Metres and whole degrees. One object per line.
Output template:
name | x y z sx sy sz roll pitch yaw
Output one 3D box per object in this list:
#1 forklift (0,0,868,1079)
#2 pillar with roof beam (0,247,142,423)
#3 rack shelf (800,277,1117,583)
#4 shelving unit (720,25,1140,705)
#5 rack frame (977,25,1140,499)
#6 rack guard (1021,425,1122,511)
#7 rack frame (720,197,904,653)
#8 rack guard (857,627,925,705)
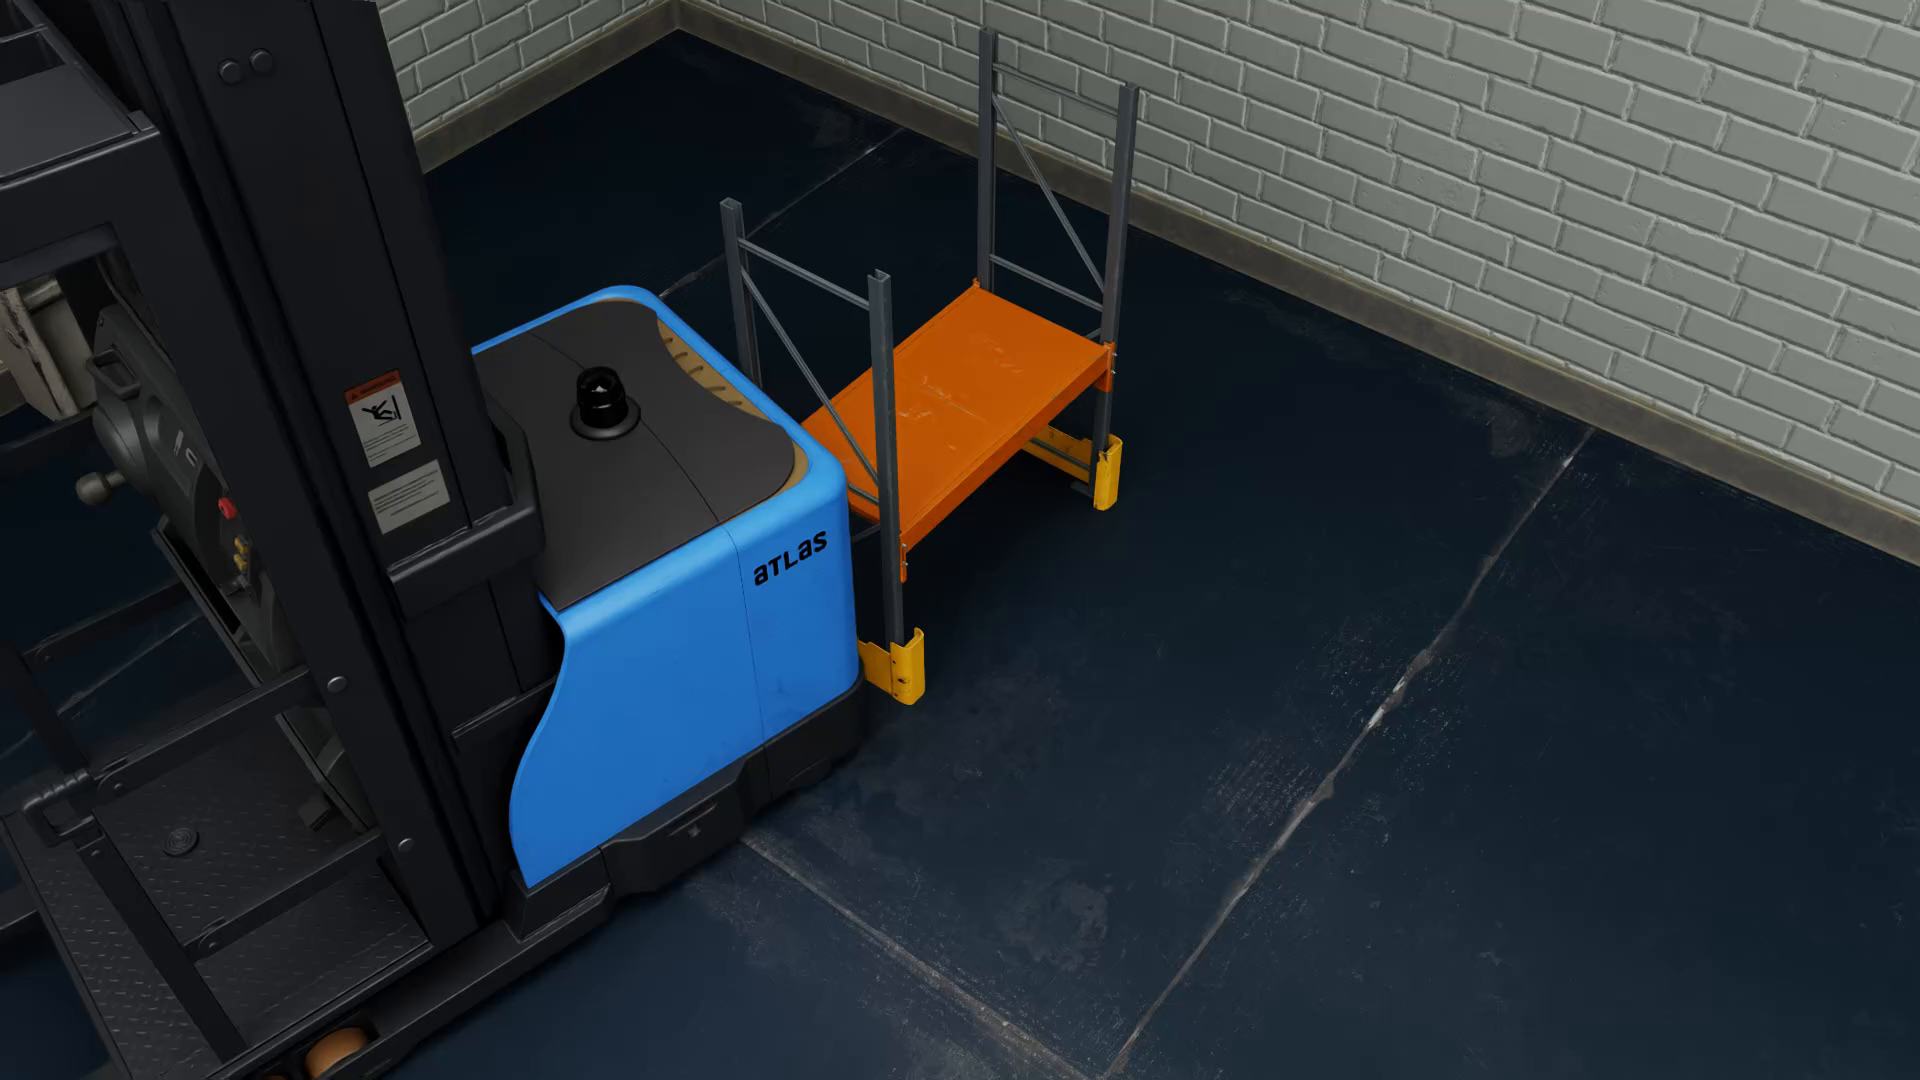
forklift | -1.717 -0.033 3.254 3.031 2.935 1.130 -31 54 -26
pillar with roof beam | 0.423 -1.740 0.689 9.100 9.000 0.400 29 53 25
rack shelf | -0.052 -0.345 4.791 0.538 0.185 1.000 29 53 25
shelving unit | -0.047 -0.474 4.666 0.587 1.500 1.083 29 53 25
rack frame | 0.259 -0.760 4.939 0.500 1.500 0.032 29 53 25
rack guard | 0.258 -0.328 5.390 0.587 0.250 0.087 29 53 25
rack frame | -0.363 -0.178 4.383 0.500 1.500 0.032 29 53 25
rack guard | -0.351 0.242 4.846 0.587 0.250 0.087 29 53 25
